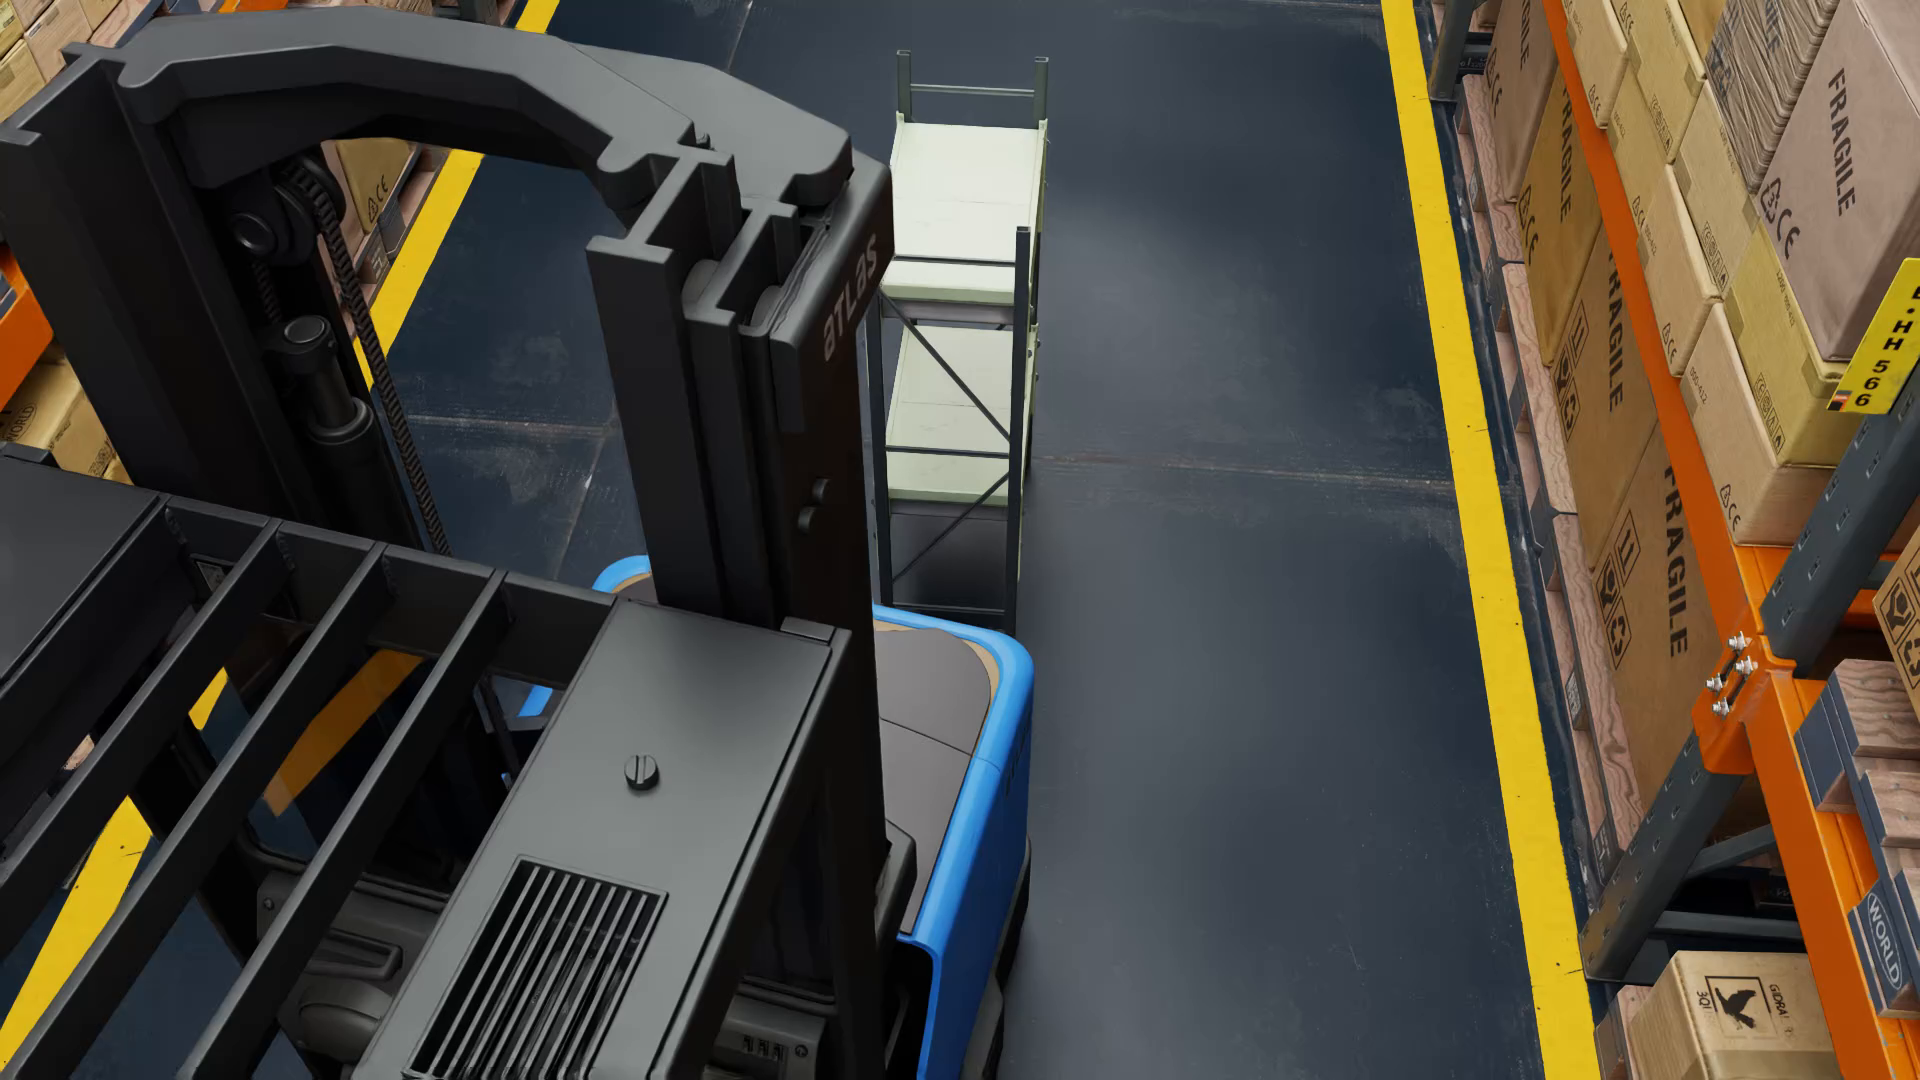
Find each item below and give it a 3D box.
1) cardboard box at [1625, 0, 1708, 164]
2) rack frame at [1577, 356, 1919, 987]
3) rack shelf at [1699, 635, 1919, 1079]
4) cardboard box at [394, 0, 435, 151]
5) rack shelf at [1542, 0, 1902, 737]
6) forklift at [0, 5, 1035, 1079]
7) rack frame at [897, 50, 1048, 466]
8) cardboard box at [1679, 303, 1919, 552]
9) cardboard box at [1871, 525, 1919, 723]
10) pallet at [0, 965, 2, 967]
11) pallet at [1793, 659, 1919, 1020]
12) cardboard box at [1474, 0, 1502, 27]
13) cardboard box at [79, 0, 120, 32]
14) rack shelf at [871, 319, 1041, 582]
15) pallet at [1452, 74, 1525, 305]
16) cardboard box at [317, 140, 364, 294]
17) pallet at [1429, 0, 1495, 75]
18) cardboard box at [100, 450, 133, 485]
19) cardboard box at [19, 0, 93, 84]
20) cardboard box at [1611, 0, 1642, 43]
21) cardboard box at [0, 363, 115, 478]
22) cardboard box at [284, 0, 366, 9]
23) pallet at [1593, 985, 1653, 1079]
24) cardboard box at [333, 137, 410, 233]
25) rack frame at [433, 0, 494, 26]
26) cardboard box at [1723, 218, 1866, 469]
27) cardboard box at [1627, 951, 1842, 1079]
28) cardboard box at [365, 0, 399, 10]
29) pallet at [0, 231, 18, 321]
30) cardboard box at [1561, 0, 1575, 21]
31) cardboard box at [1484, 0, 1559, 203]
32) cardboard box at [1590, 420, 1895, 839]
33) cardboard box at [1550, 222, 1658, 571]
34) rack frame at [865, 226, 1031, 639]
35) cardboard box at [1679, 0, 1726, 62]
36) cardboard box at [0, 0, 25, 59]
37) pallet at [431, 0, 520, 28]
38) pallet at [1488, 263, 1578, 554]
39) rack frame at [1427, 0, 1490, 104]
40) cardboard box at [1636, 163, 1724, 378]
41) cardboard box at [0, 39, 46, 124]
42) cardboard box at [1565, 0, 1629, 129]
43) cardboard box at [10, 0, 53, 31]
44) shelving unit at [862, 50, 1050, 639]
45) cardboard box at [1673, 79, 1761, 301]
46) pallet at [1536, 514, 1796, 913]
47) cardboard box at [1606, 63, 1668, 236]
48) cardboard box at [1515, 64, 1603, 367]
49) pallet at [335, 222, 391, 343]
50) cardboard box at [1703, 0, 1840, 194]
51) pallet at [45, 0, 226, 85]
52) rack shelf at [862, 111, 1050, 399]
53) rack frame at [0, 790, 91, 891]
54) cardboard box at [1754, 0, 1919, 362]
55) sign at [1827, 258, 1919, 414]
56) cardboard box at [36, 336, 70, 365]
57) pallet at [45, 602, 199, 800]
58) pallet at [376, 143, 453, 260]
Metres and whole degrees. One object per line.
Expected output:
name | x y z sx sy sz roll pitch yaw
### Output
cardboard box | 1.951 -1.150 4.032 0.500 0.250 0.500 3 48 3
rack frame | 2.091 0.096 3.129 1.000 3.000 0.127 4 48 4
rack shelf | 1.909 1.808 2.051 1.077 0.370 4.000 4 48 4
cardboard box | -2.300 -1.839 6.309 0.500 0.500 0.500 3 48 3
rack shelf | 2.273 -1.131 4.739 1.077 0.370 4.000 4 48 4
forklift | -0.719 0.898 2.442 1.130 2.935 3.031 12 49 11
rack frame | 0.033 -0.770 4.938 0.400 1.500 0.023 4 48 4
cardboard box | 1.878 -0.242 3.541 0.500 0.250 0.500 2 48 2
cardboard box | 1.819 0.135 2.540 0.500 0.500 0.500 3 48 2
pallet | -2.995 1.353 3.870 1.003 0.211 1.213 4 48 4
pallet | 2.132 0.692 2.715 1.213 0.211 1.003 4 48 4
cardboard box | 2.620 -2.575 7.024 0.875 0.438 0.875 3 48 3
cardboard box | -2.487 -1.509 4.483 0.380 0.149 0.250 4 48 4
rack shelf | -0.001 -0.281 4.933 0.431 0.370 0.720 4 48 4
pallet | 2.460 -1.330 6.324 1.003 0.211 1.213 4 48 4
cardboard box | -2.398 -1.086 5.620 0.500 0.500 0.500 3 48 3
pallet | 2.603 -2.456 7.353 1.003 0.211 1.213 4 48 4
cardboard box | -2.529 0.037 4.593 0.500 0.500 0.500 2 48 2
cardboard box | -2.512 -1.324 4.314 0.380 0.149 0.250 5 48 5
cardboard box | 1.999 -1.531 4.381 0.500 0.250 0.500 3 48 2
cardboard box | -2.544 -0.204 4.305 0.500 0.250 0.500 2 48 2
cardboard box | -2.359 -1.712 5.684 0.500 0.250 0.500 6 48 5
pallet | 2.018 1.611 3.633 1.003 0.211 1.213 4 48 4
cardboard box | -2.347 -1.462 5.964 0.500 0.500 0.500 3 48 3
rack frame | -2.483 -3.102 6.054 1.000 3.000 0.127 4 48 4
cardboard box | 1.882 -0.395 3.341 0.500 0.250 0.500 4 48 3
cardboard box | 2.030 1.256 3.565 0.950 0.372 0.625 1 48 1
cardboard box | -2.299 -2.089 6.029 0.500 0.250 0.500 3 48 2
pallet | -2.889 -0.629 3.922 1.213 0.211 1.003 4 48 4
cardboard box | 2.044 -1.731 4.902 0.500 0.250 0.500 4 48 3
cardboard box | 2.479 -1.807 6.025 0.875 0.875 0.875 5 48 5
cardboard box | 2.237 0.169 4.218 0.875 0.875 0.875 3 48 3
cardboard box | 2.322 -0.486 4.817 0.875 0.875 0.875 4 48 4
rack frame | -0.034 -0.232 4.446 0.400 1.500 0.023 4 48 4
cardboard box | 1.968 -1.415 3.766 0.500 0.500 0.500 4 48 4
cardboard box | -2.537 -1.243 4.038 0.380 0.149 0.250 4 48 4
pallet | -2.457 -2.657 7.537 1.003 0.211 1.213 4 48 4
pallet | 2.352 -0.431 5.501 1.003 0.211 1.213 4 48 4
rack frame | 2.456 -2.843 5.818 1.000 3.000 0.127 4 48 4
cardboard box | 1.909 -0.619 3.885 0.500 0.250 0.500 5 48 4
cardboard box | -2.534 -1.129 4.135 0.380 0.149 0.250 6 48 5
cardboard box | 1.990 -1.365 4.567 0.500 0.250 0.500 3 48 3
cardboard box | -2.514 -1.426 4.205 0.380 0.149 0.250 4 48 4
shelving unit | -0.001 -0.501 4.692 0.431 1.500 0.755 4 48 4
cardboard box | 1.925 -0.772 3.686 0.500 0.250 0.500 3 48 3
pallet | 2.238 0.463 4.684 1.003 0.211 1.213 4 48 4
cardboard box | 1.971 -0.988 4.222 0.500 0.250 0.500 3 48 3
cardboard box | 2.404 -1.143 5.418 0.875 0.875 0.875 5 48 5
pallet | -2.661 -0.690 5.738 1.003 0.211 1.213 4 48 4
cardboard box | 1.916 -1.050 3.432 0.500 0.500 0.500 5 48 4
pallet | -2.708 -1.555 4.770 1.003 0.211 1.213 4 48 4
rack shelf | -0.001 -0.765 4.404 0.431 0.370 0.720 4 48 4
rack frame | -2.848 -0.163 3.366 1.000 3.000 0.127 4 48 4
cardboard box | 1.878 -0.673 3.087 0.500 0.500 0.500 3 48 2
sign | 1.538 -0.330 2.734 0.100 0.325 0.005 4 48 4
cardboard box | -2.498 -0.577 4.646 0.500 0.250 0.500 3 48 3
pallet | -2.775 0.204 4.920 1.003 0.211 1.213 4 48 4
pallet | -2.553 -1.589 6.560 1.003 0.211 1.213 4 48 4
